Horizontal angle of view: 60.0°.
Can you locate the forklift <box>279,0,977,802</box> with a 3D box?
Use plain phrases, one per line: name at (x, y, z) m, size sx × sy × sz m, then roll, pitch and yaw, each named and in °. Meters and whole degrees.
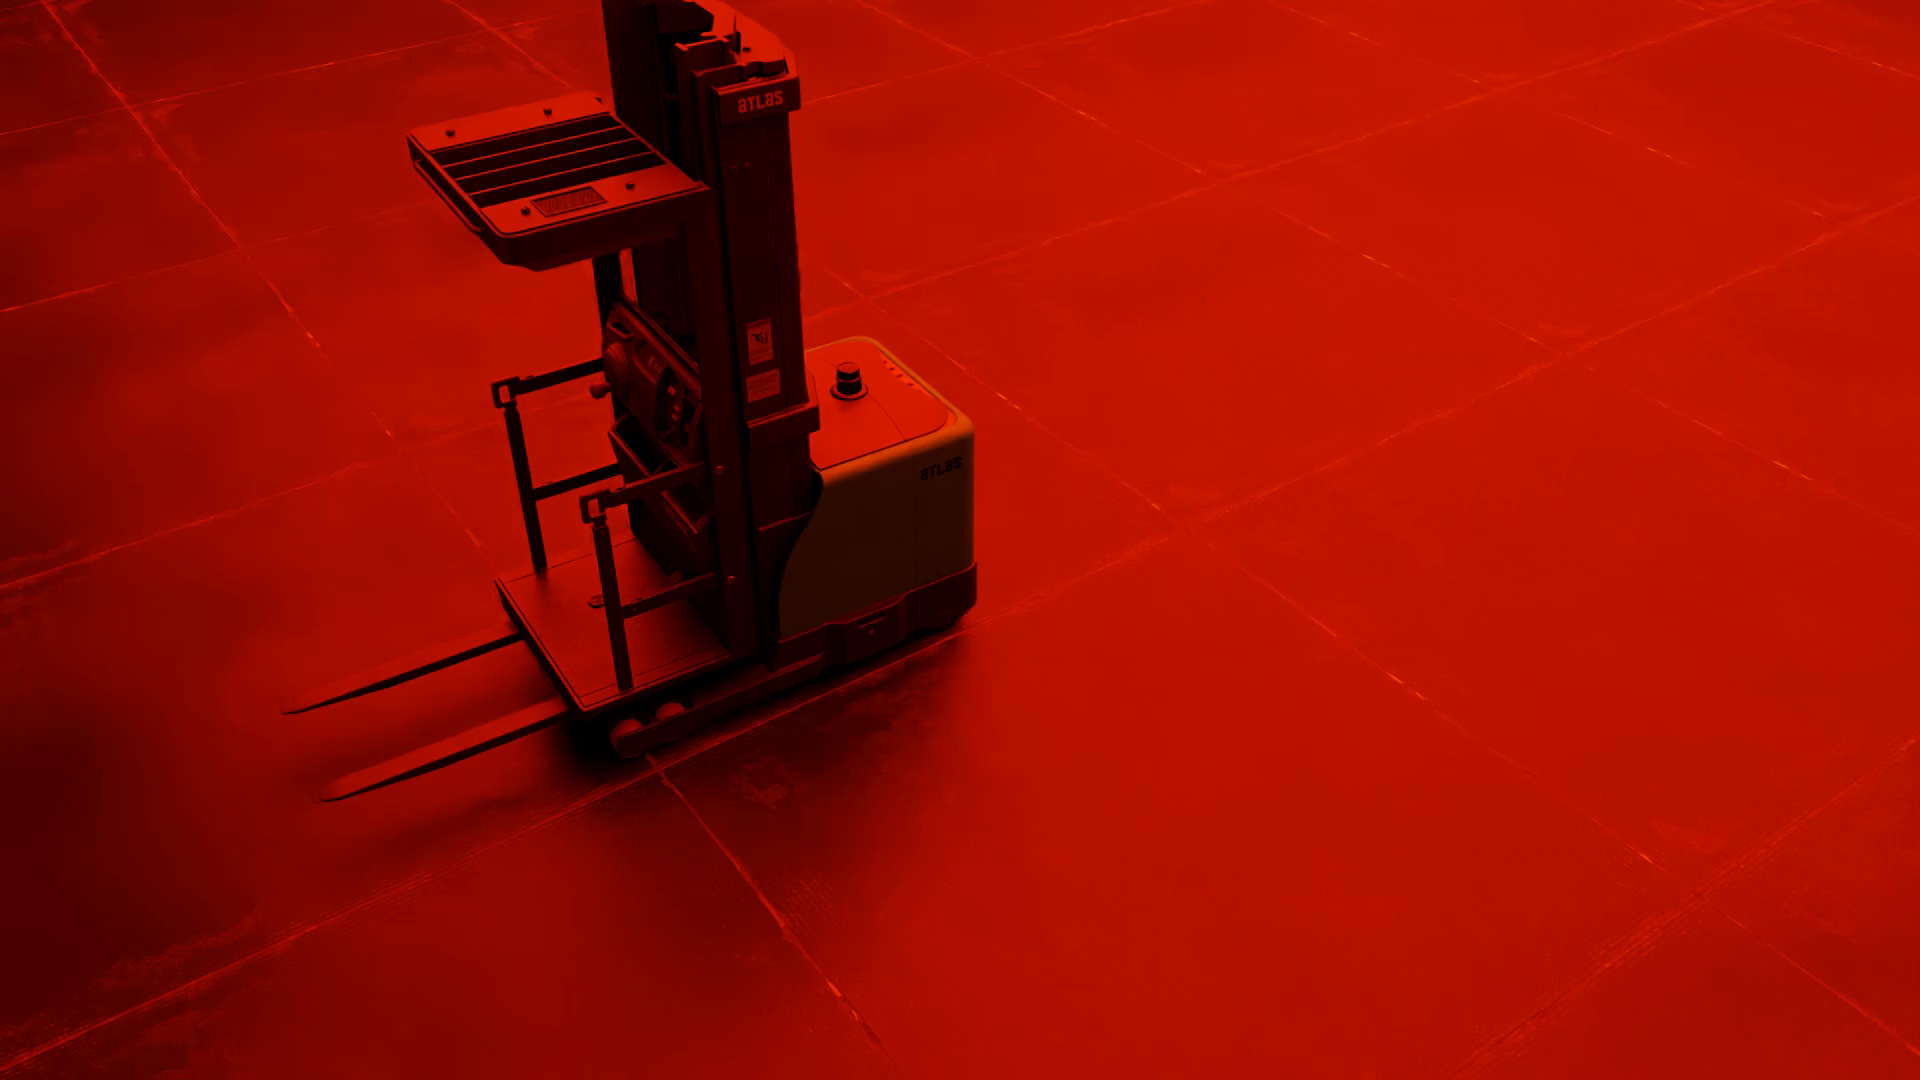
forklift at (-1.441, -0.604, 6.762) m, size 3.031 × 2.935 × 1.130 m, roll -21°, pitch 41°, yaw -25°
